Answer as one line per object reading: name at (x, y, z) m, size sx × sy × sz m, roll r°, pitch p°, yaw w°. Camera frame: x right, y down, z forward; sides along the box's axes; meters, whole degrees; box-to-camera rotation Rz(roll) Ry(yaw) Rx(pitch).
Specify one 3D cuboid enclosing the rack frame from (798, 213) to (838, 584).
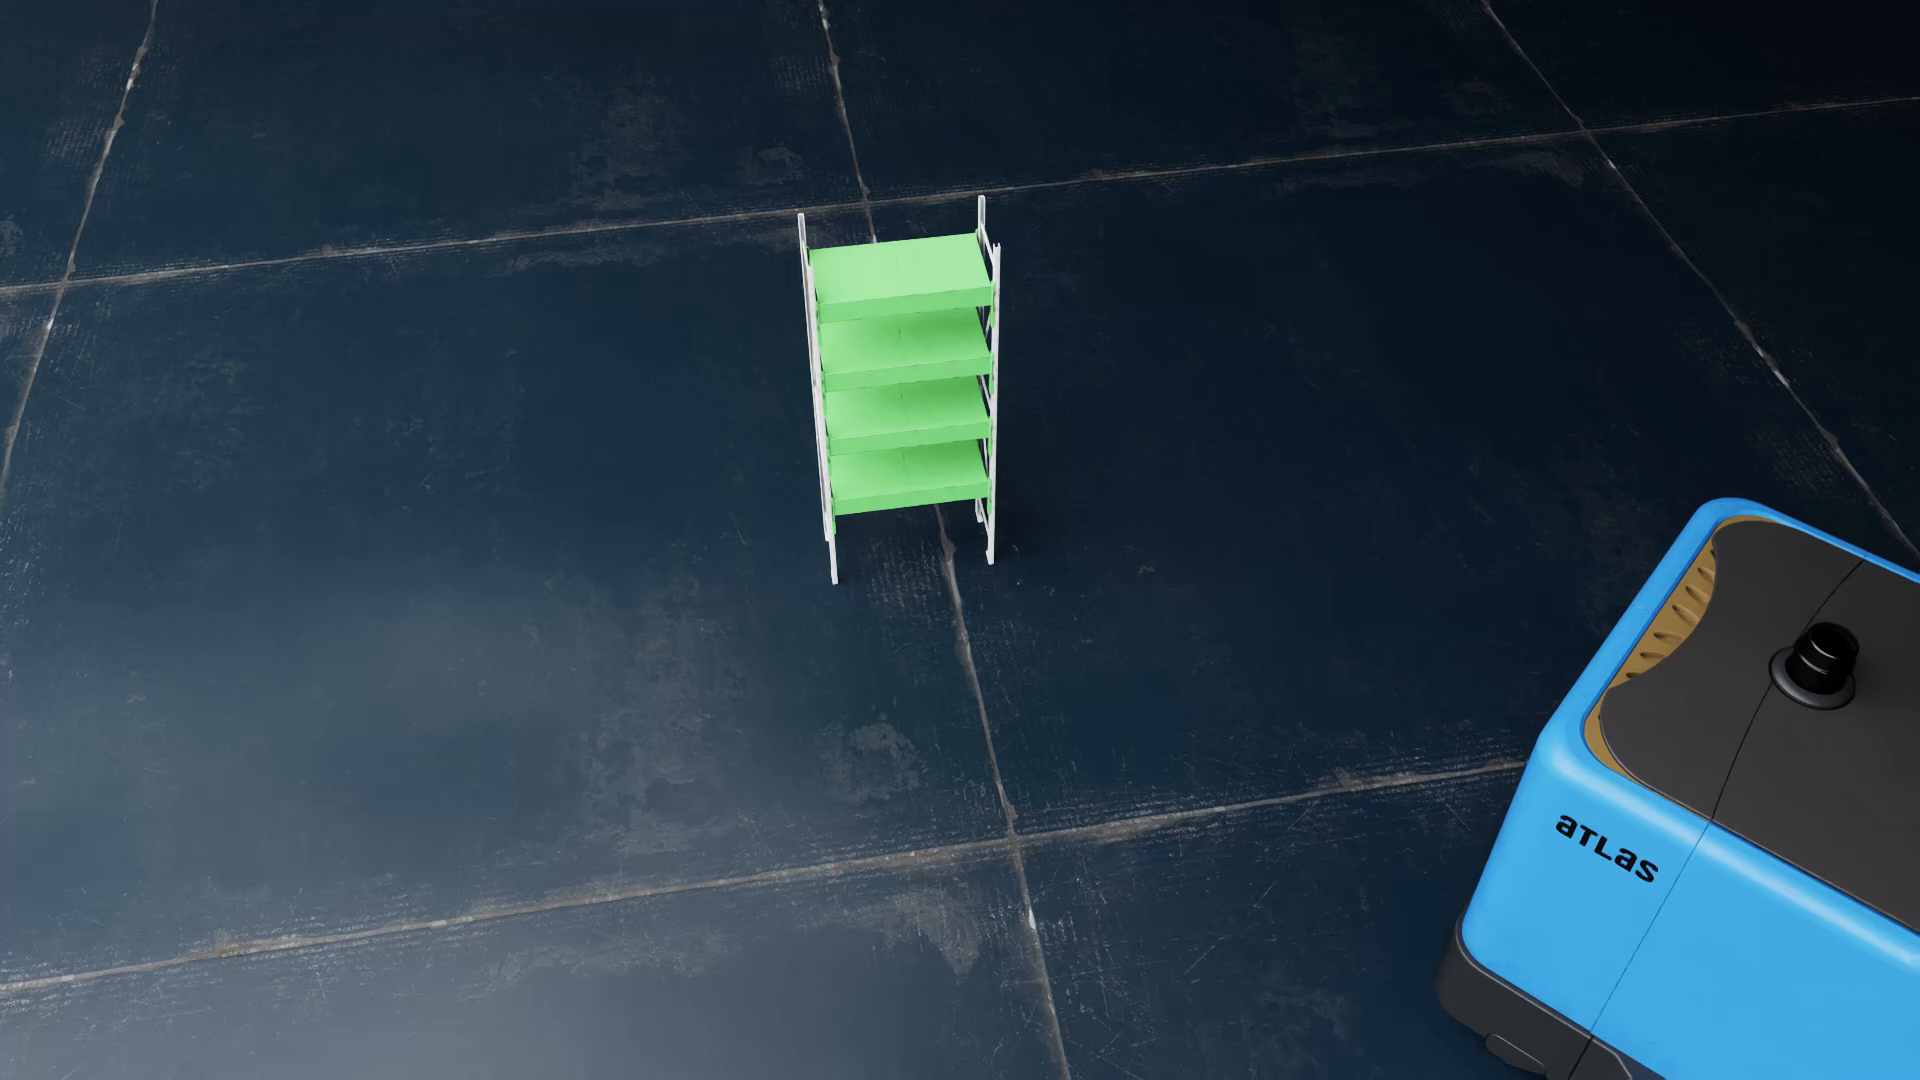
rack frame at (-0.404, -0.366, 4.769) m, size 0.015 × 1.200 × 0.240 m, roll -7°, pitch 46°, yaw -7°

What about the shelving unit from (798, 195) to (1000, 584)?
shelving unit at (-0.163, -0.396, 4.798) m, size 0.503 × 1.200 × 0.258 m, roll -7°, pitch 46°, yaw -7°

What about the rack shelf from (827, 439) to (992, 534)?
rack shelf at (-0.163, -0.185, 5.017) m, size 0.480 × 0.148 × 0.258 m, roll -7°, pitch 46°, yaw -7°

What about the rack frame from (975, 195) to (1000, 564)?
rack frame at (0.077, -0.426, 4.827) m, size 0.015 × 1.200 × 0.240 m, roll -7°, pitch 46°, yaw -7°

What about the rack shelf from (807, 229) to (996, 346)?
rack shelf at (-0.163, -0.685, 4.499) m, size 0.480 × 0.148 × 0.258 m, roll -7°, pitch 46°, yaw -7°

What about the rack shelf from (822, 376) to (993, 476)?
rack shelf at (-0.163, -0.352, 4.844) m, size 0.480 × 0.148 × 0.258 m, roll -7°, pitch 46°, yaw -7°

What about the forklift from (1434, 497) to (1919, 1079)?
forklift at (2.632, 0.539, 2.695) m, size 3.031 × 2.935 × 1.130 m, roll 30°, pitch 53°, yaw 26°

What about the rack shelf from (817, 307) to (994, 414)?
rack shelf at (-0.163, -0.518, 4.671) m, size 0.480 × 0.148 × 0.258 m, roll -7°, pitch 46°, yaw -7°
